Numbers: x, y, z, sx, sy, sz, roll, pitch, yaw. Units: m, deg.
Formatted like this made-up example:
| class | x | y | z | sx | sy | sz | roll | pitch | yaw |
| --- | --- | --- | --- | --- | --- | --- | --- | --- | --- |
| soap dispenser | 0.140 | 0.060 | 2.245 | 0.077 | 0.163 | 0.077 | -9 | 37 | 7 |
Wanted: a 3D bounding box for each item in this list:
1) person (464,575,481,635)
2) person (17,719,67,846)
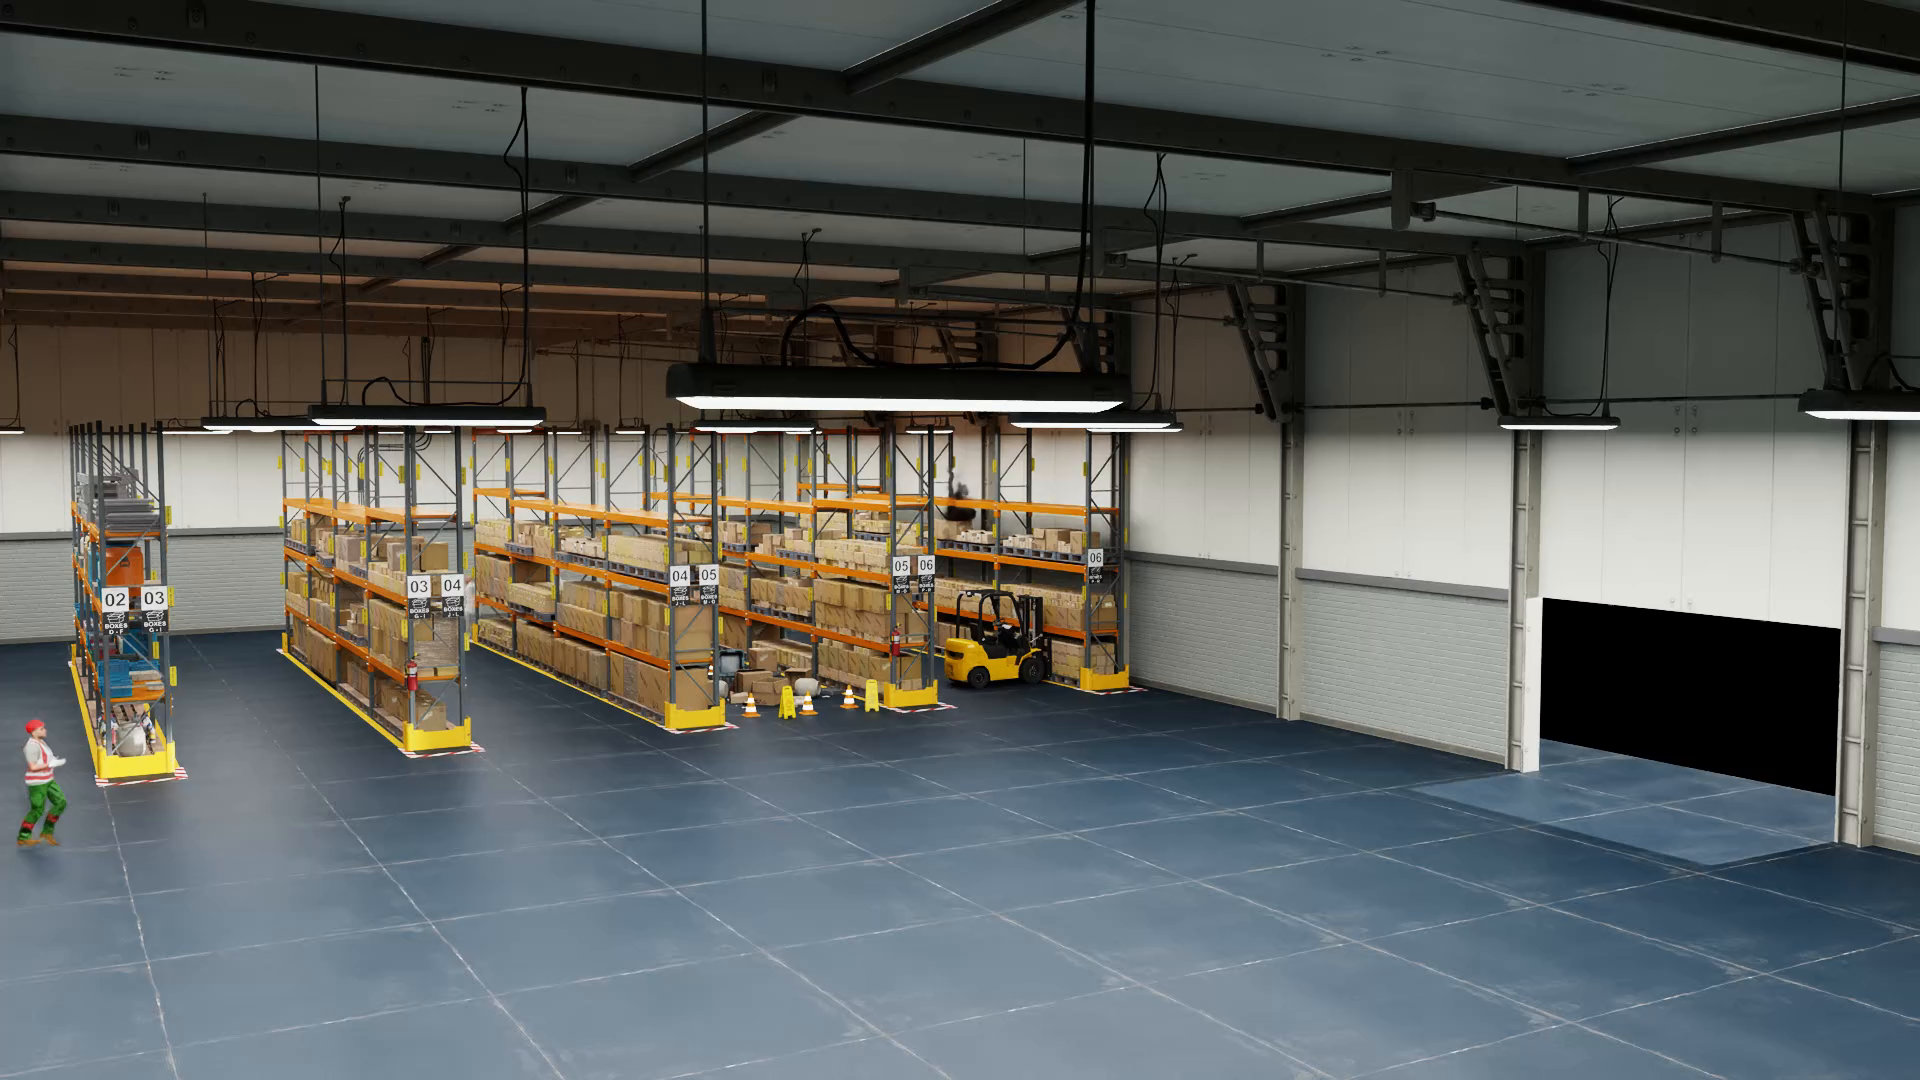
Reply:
| class | x | y | z | sx | sy | sz | roll | pitch | yaw |
| --- | --- | --- | --- | --- | --- | --- | --- | --- | --- |
| person | -13.964 | 1.907 | 47.480 | 0.752 | 1.856 | 0.863 | 3 | 5 | 44 |
| person | -12.776 | 3.401 | 23.172 | 0.689 | 1.820 | 0.631 | -1 | 4 | -9 |
